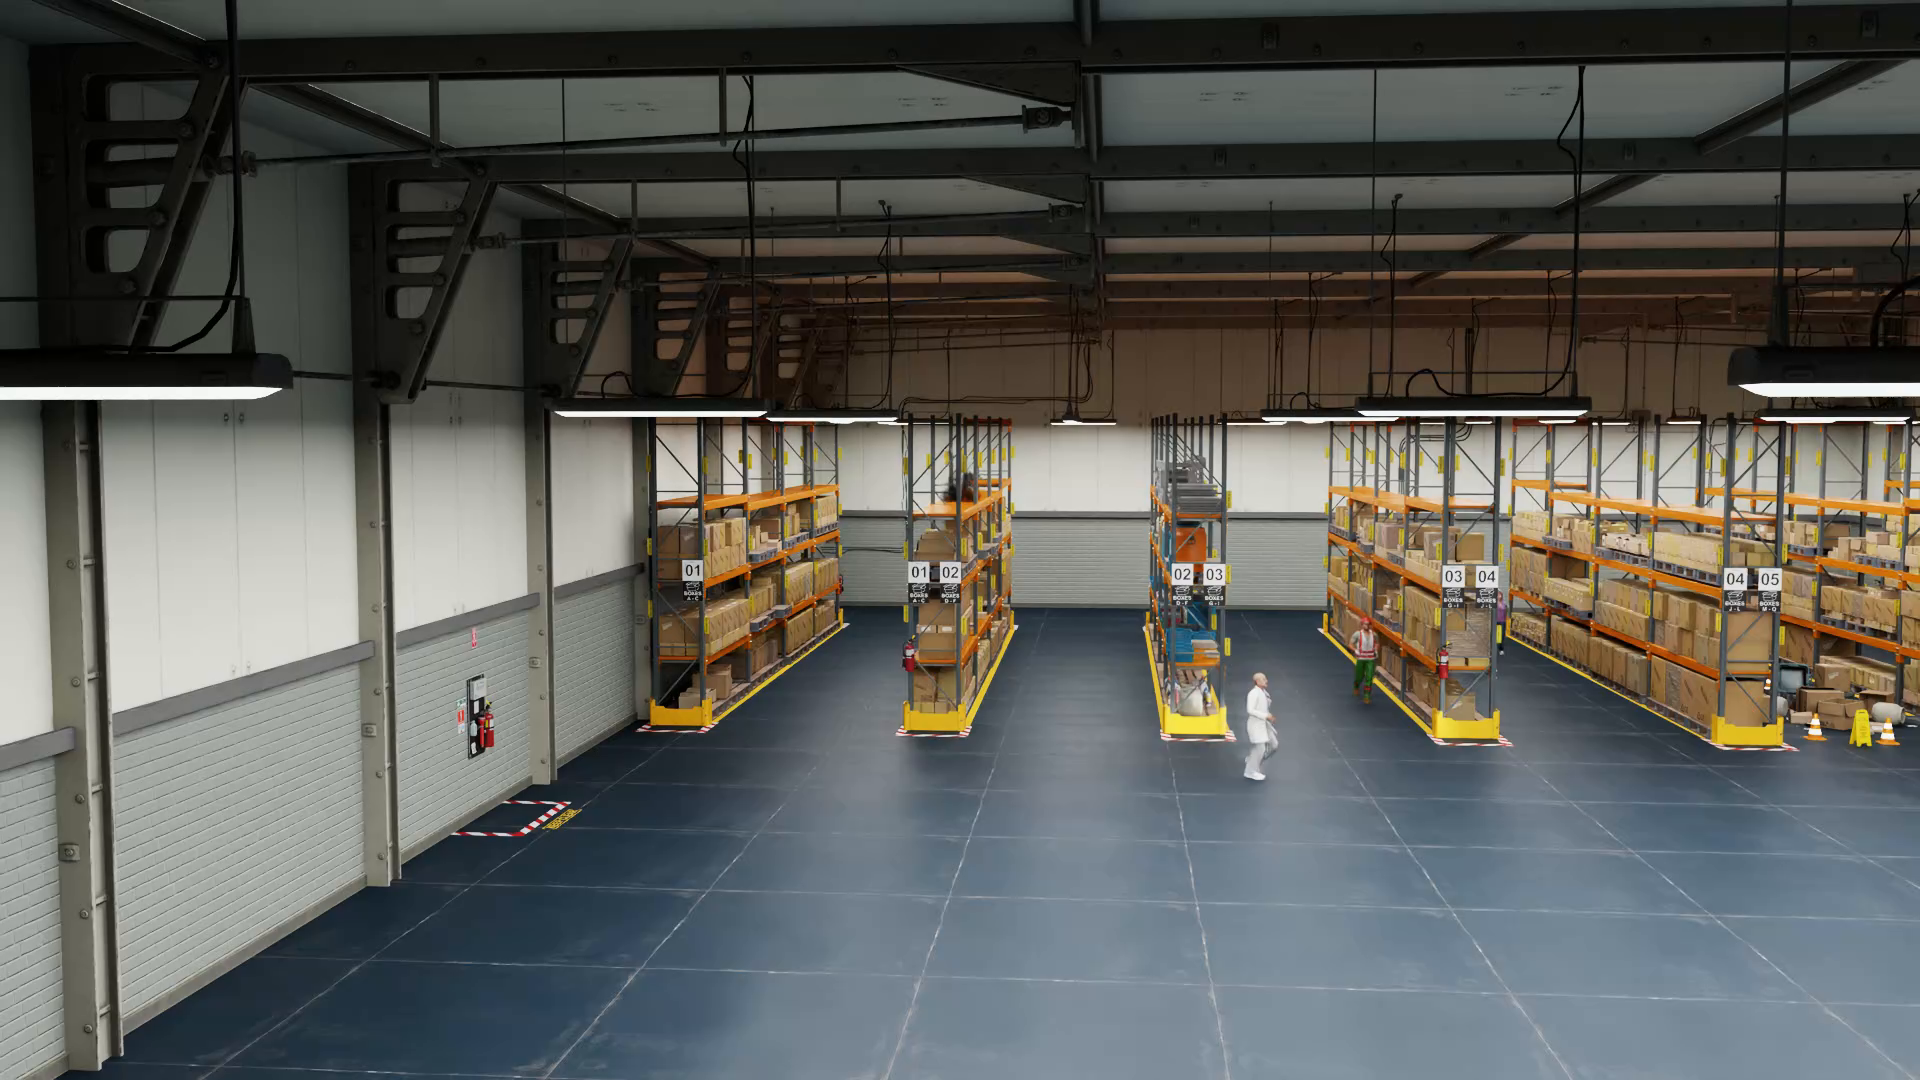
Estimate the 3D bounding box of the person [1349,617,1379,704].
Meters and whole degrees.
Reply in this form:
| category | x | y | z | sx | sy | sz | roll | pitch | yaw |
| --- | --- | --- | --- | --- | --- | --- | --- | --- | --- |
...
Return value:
| category | x | y | z | sx | sy | sz | roll | pitch | yaw |
| --- | --- | --- | --- | --- | --- | --- | --- | --- | --- |
| person | 8.452 | 2.490 | 34.698 | 0.672 | 1.769 | 0.857 | 0 | 4 | -2 |

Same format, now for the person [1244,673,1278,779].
| category | x | y | z | sx | sy | sz | roll | pitch | yaw |
| --- | --- | --- | --- | --- | --- | --- | --- | --- | --- |
| person | 4.903 | 3.028 | 27.023 | 0.621 | 1.743 | 0.711 | 2 | 5 | 32 |

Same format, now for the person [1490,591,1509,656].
| category | x | y | z | sx | sy | sz | roll | pitch | yaw |
| --- | --- | --- | --- | --- | --- | --- | --- | --- | --- |
| person | 13.655 | 2.092 | 42.177 | 0.556 | 1.595 | 0.845 | 0 | 4 | 0 |
